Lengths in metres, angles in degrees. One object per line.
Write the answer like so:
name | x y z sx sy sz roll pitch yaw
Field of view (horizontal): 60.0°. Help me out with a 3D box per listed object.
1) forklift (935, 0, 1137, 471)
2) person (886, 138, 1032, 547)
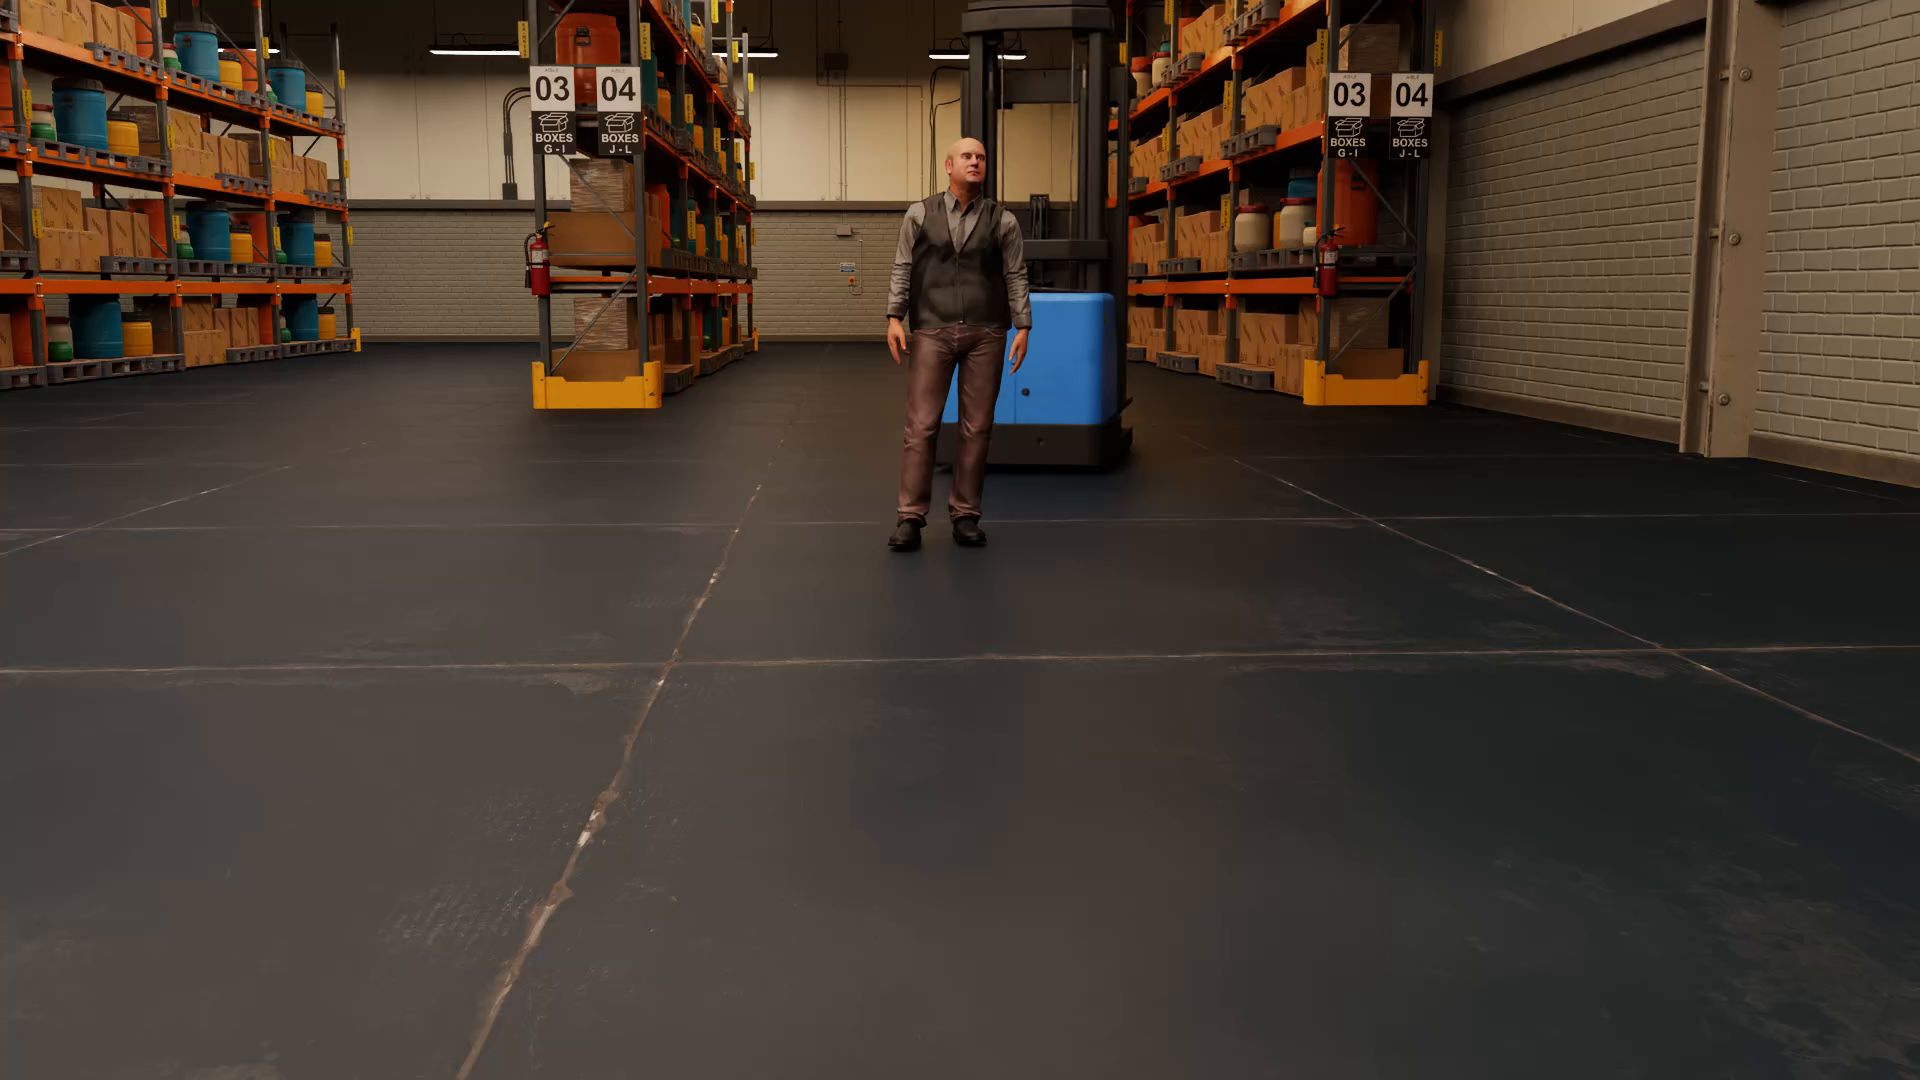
forklift | 0.590 -2.045 11.102 1.130 2.935 3.031 1 9 10
person | -0.003 -0.849 7.120 0.633 1.722 0.566 -1 8 -4
